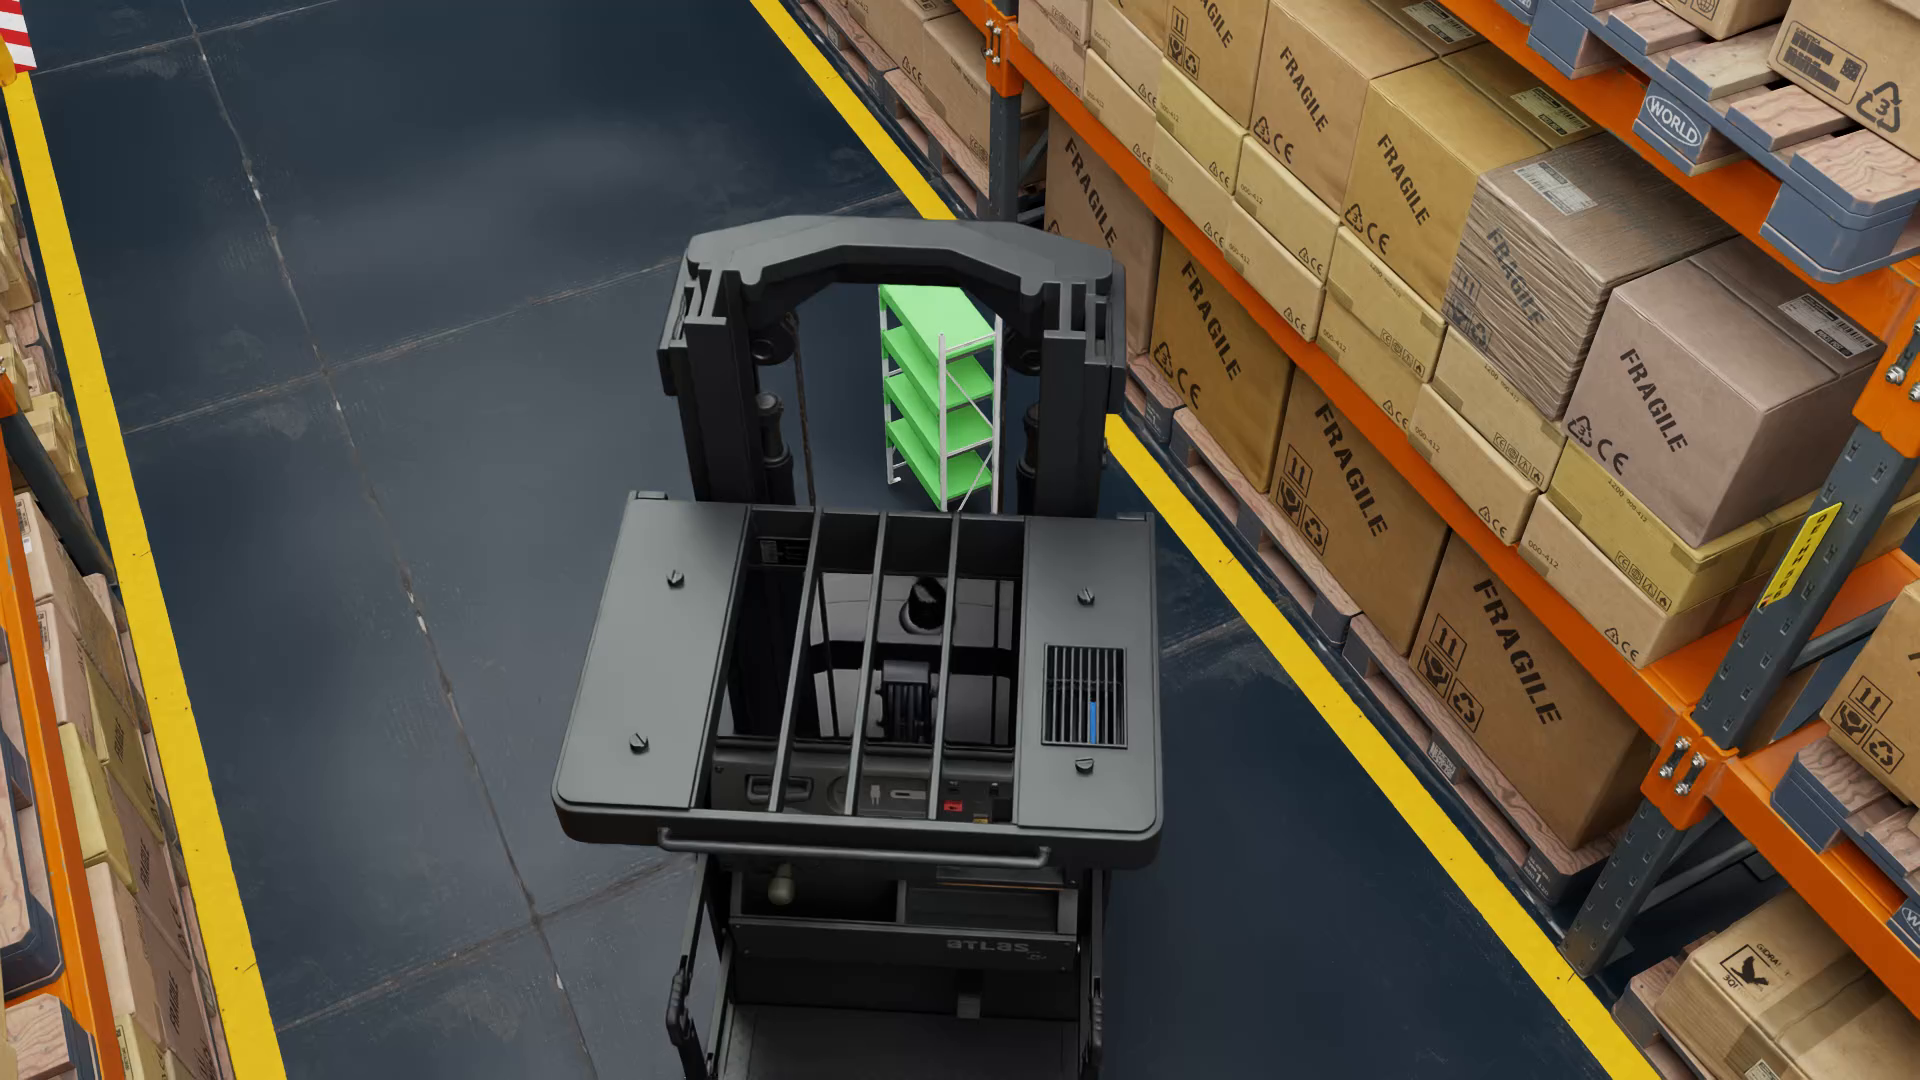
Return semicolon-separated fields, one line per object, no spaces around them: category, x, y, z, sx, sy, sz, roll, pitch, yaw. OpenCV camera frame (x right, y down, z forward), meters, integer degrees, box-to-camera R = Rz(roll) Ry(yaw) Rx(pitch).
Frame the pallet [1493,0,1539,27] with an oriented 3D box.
pallet;1.575;-1.858;4.407;1.003;0.211;1.213;-19;51;-16

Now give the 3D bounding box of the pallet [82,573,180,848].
pallet;-3.397;0.762;5.836;1.003;0.211;1.213;-21;52;-18

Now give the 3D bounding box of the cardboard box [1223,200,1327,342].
cardboard box;1.247;-0.983;5.609;0.500;0.250;0.500;-22;52;-18

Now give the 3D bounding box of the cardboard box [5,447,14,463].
cardboard box;-3.728;-0.374;6.197;0.380;0.149;0.250;-19;52;-16

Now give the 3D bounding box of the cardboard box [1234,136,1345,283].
cardboard box;1.256;-1.149;5.423;0.500;0.250;0.500;-23;53;-19

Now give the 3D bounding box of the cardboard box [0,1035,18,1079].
cardboard box;-2.196;1.216;3.475;0.380;0.149;0.250;-19;51;-16

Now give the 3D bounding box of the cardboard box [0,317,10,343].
cardboard box;-4.096;-0.798;6.765;0.380;0.149;0.250;-24;53;-19

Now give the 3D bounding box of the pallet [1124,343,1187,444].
pallet;1.021;-1.041;7.413;1.003;0.211;1.213;-21;52;-18

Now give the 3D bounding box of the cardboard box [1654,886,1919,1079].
cardboard box;2.681;1.336;4.948;0.950;0.372;0.625;-24;53;-20

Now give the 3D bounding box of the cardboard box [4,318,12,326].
cardboard box;-4.232;-0.878;7.033;0.380;0.149;0.250;-23;53;-19

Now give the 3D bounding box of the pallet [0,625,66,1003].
pallet;-2.866;0.753;4.119;1.003;0.211;1.213;-21;52;-18

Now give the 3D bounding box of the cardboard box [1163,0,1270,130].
cardboard box;1.031;-1.751;5.450;0.500;0.500;0.500;-22;52;-18

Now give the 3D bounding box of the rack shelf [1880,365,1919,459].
rack shelf;3.346;0.815;2.422;1.077;0.370;4.000;-21;52;-18

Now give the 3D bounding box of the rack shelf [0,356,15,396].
rack shelf;-4.669;-1.779;6.683;1.077;0.370;4.000;-21;52;-18

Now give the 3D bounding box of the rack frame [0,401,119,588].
rack frame;-3.754;-0.677;5.242;1.000;3.000;0.127;-21;52;-18

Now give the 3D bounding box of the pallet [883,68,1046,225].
pallet;0.322;-2.067;8.311;1.003;0.211;1.213;-21;52;-18

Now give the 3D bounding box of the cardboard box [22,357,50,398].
cardboard box;-3.917;-0.558;6.753;0.380;0.149;0.250;-21;52;-18

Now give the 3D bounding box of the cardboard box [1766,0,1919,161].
cardboard box;2.125;-1.133;3.300;0.797;0.503;0.637;-24;53;-20

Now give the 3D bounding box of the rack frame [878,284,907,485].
rack frame;-0.187;-0.669;6.431;0.240;1.200;0.015;-21;52;-18

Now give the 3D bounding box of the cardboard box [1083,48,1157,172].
cardboard box;0.806;-1.669;6.209;0.500;0.250;0.500;-22;52;-18

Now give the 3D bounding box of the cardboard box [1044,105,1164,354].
cardboard box;0.956;-1.501;7.095;0.875;0.875;0.875;-20;52;-16

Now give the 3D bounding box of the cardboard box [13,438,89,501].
cardboard box;-3.635;-0.231;6.467;0.380;0.149;0.250;-23;53;-19

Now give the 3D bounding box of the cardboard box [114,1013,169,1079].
cardboard box;-2.256;1.554;4.174;0.500;0.250;0.500;-22;52;-18

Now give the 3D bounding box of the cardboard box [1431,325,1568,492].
cardboard box;1.746;-0.466;4.825;0.500;0.250;0.500;-22;53;-18

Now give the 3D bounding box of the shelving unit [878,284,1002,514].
shelving unit;-0.076;-0.506;6.288;0.258;1.200;0.503;-21;52;-18

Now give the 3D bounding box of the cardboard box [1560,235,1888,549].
cardboard box;1.962;-0.391;4.261;0.500;0.500;0.500;-22;53;-18

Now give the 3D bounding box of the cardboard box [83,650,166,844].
cardboard box;-2.957;0.760;5.367;0.500;0.500;0.500;-22;52;-18

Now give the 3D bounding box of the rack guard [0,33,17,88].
rack guard;-5.550;-2.480;8.480;1.175;0.500;0.348;-21;52;-18

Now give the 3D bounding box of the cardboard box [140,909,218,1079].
cardboard box;-2.493;1.446;4.766;0.500;0.500;0.500;-22;53;-18

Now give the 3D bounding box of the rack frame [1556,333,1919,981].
rack frame;2.431;0.228;4.451;1.000;3.000;0.127;-21;52;-18

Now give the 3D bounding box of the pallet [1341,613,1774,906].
pallet;2.138;0.592;5.985;1.003;0.211;1.213;-21;52;-18

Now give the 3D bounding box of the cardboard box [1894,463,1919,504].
cardboard box;2.419;-0.312;4.690;0.500;0.250;0.500;-22;52;-18

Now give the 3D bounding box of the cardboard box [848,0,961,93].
cardboard box;-0.001;-2.800;8.522;0.875;0.438;0.875;-23;53;-19

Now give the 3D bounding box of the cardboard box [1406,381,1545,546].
cardboard box;1.721;-0.309;5.019;0.500;0.250;0.500;-20;52;-17

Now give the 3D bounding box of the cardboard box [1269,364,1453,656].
cardboard box;1.785;-0.301;6.045;0.875;0.875;0.875;-21;52;-17

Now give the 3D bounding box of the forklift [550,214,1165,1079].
forklift;-0.161;0.826;3.973;1.130;2.935;3.031;3;49;2

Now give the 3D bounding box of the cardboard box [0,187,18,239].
cardboard box;-4.502;-1.430;7.515;0.380;0.149;0.250;-20;52;-17

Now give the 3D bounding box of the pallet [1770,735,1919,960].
pallet;2.852;0.731;4.138;1.213;0.211;1.003;-21;52;-18

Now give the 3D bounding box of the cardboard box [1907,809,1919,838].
cardboard box;2.514;0.654;3.965;0.380;0.149;0.250;-24;53;-20

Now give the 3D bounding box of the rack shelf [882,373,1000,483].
rack shelf;-0.076;-0.464;6.336;0.258;0.148;0.480;-21;52;-18

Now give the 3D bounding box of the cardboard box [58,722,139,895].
cardboard box;-2.711;0.870;4.773;0.500;0.250;0.500;-23;53;-19

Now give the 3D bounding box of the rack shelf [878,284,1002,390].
rack shelf;-0.076;-0.780;5.975;0.258;0.148;0.480;-21;52;-18

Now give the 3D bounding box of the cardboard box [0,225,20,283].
cardboard box;-4.260;-1.181;7.100;0.380;0.149;0.250;-22;52;-18

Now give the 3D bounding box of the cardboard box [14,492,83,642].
cardboard box;-3.189;0.172;5.383;0.500;0.250;0.500;-22;53;-18

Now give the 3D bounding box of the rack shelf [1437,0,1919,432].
rack shelf;1.516;-1.862;4.763;1.077;0.370;4.000;-21;52;-18

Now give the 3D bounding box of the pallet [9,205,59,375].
pallet;-4.655;-1.014;7.389;1.003;0.211;1.213;-21;52;-18

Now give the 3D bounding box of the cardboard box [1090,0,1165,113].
cardboard box;0.815;-1.834;6.021;0.500;0.250;0.500;-20;52;-17

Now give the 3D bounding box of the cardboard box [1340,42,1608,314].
cardboard box;1.499;-1.066;4.851;0.500;0.500;0.500;-21;52;-17

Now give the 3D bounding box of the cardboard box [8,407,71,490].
cardboard box;-3.636;-0.327;6.354;0.380;0.149;0.250;-19;51;-16

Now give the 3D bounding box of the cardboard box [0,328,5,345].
cardboard box;-3.961;-0.732;6.509;0.380;0.149;0.250;-22;52;-18

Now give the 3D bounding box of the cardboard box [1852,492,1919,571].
cardboard box;2.431;-0.137;4.870;0.500;0.250;0.500;-22;52;-18
